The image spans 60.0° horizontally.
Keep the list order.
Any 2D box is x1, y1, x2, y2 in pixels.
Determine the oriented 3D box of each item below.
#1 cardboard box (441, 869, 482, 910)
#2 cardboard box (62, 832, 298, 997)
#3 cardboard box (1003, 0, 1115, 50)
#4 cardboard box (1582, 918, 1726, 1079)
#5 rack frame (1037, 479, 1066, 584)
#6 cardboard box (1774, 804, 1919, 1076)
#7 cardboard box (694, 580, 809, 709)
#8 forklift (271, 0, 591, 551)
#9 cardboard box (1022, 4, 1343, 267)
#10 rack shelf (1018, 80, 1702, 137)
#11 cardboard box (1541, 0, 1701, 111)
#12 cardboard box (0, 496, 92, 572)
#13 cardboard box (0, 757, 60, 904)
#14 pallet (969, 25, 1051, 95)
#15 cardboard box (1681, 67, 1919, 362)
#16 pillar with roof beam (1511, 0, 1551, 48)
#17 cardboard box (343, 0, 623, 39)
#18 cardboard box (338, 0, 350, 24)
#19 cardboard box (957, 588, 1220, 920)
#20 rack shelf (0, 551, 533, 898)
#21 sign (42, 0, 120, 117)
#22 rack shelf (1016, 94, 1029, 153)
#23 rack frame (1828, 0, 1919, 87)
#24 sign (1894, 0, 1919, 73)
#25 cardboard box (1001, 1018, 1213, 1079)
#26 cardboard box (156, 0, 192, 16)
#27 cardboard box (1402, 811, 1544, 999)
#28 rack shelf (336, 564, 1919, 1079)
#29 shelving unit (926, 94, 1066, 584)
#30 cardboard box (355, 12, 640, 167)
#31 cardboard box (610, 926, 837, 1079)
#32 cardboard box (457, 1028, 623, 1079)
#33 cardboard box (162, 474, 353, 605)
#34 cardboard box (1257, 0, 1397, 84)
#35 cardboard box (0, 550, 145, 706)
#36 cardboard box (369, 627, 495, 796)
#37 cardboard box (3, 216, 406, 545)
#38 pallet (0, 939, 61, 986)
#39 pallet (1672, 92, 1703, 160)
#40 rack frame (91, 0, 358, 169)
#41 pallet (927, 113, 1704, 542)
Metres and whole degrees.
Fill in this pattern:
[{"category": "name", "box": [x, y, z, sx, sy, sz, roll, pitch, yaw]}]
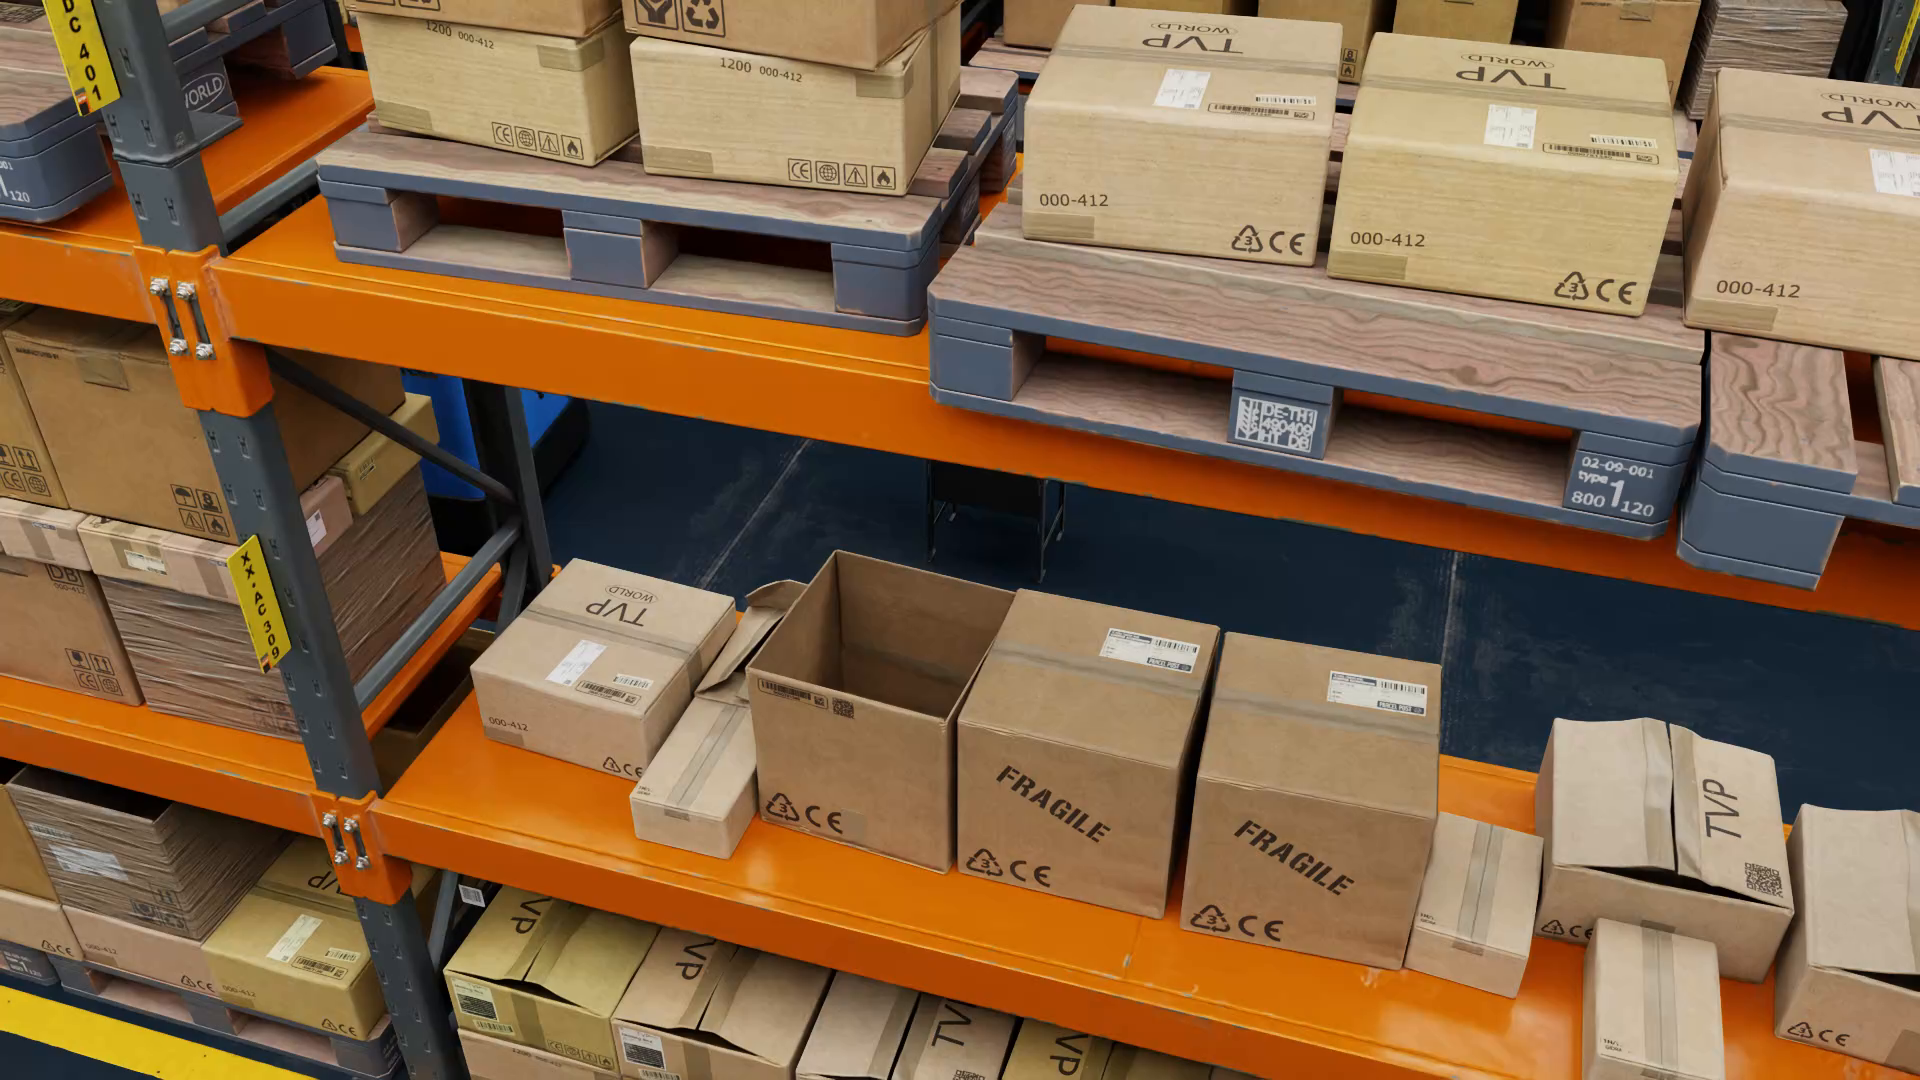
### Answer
[{"category": "cardboard box", "box": [-1.756, 0.898, 5.465, 0.500, 0.250, 0.500, 10, 38, 14]}, {"category": "cardboard box", "box": [-2.386, 1.099, 5.192, 0.500, 0.250, 0.500, 10, 38, 14]}, {"category": "cardboard box", "box": [0.545, -2.699, 7.931, 0.500, 0.500, 0.700, 11, 38, 14]}, {"category": "cardboard box", "box": [1.473, 1.018, 3.548, 0.250, 0.149, 0.380, 10, 38, 14]}, {"category": "rack frame", "box": [0.391, -0.773, 6.529, 0.015, 2.100, 0.400, 10, 38, 14]}, {"category": "cardboard box", "box": [2.080, 0.867, 3.617, 0.500, 0.311, 0.500, 13, 38, 17]}, {"category": "cardboard box", "box": [-0.510, 0.319, 4.400, 0.258, 0.266, 0.396, 10, 37, 13]}, {"category": "forklift", "box": [-3.313, -1.585, 6.931, 3.031, 2.935, 1.130, 8, 37, 10]}, {"category": "cardboard box", "box": [0.403, -0.731, 2.955, 0.500, 0.250, 0.500, 7, 37, 10]}, {"category": "rack shelf", "box": [1.979, -1.947, 7.972, 4.000, 0.370, 1.077, 10, 38, 14]}, {"category": "cardboard box", "box": [2.895, -2.262, 7.337, 0.500, 0.500, 0.700, 7, 37, 10]}, {"category": "cardboard box", "box": [-2.213, -0.105, 4.231, 0.250, 0.149, 0.380, 9, 37, 13]}, {"category": "cardboard box", "box": [-2.864, 0.710, 5.088, 0.500, 0.500, 0.500, 10, 38, 14]}, {"category": "pallet", "box": [0.756, -2.296, 8.001, 1.213, 0.211, 1.003, 10, 38, 14]}, {"category": "cardboard box", "box": [1.459, -0.528, 2.678, 0.500, 0.250, 0.500, 11, 38, 15]}, {"category": "pillar with roof beam", "box": [1.621, -2.583, 3.168, 0.400, 9.000, 9.100, 10, 38, 14]}, {"category": "cardboard box", "box": [-0.827, -1.275, 3.060, 0.500, 0.500, 0.500, 11, 38, 14]}, {"category": "cardboard box", "box": [-3.377, -2.979, 8.877, 0.500, 0.250, 0.500, 9, 37, 13]}, {"category": "cardboard box", "box": [0.305, 0.499, 3.957, 0.500, 0.500, 0.500, 11, 38, 14]}, {"category": "rack shelf", "box": [-3.313, 0.149, 5.124, 4.000, 0.370, 1.077, 10, 38, 14]}, {"category": "sign", "box": [-1.568, -0.921, 2.937, 0.005, 0.325, 0.100, 10, 38, 14]}, {"category": "rack shelf", "box": [0.158, -1.369, 6.181, 0.480, 0.518, 0.431, 10, 38, 14]}, {"category": "rack frame", "box": [3.888, -1.884, 7.279, 0.127, 3.000, 1.000, 10, 38, 14]}, {"category": "sign", "box": [3.735, -2.009, 6.539, 0.005, 0.325, 0.100, 10, 38, 14]}, {"category": "cardboard box", "box": [0.384, 1.410, 4.296, 0.500, 0.311, 0.500, 12, 38, 15]}, {"category": "cardboard box", "box": [-1.806, -1.499, 3.669, 0.500, 0.500, 0.500, 14, 38, 18]}, {"category": "cardboard box", "box": [1.180, 0.828, 3.807, 0.250, 0.149, 0.380, 13, 38, 17]}, {"category": "rack shelf", "box": [0.505, 0.856, 4.163, 4.000, 0.370, 1.077, 10, 38, 14]}, {"category": "shelving unit", "box": [0.158, -0.816, 6.588, 0.503, 2.100, 0.431, 10, 38, 14]}, {"category": "cardboard box", "box": [-0.818, -0.990, 3.306, 0.500, 0.250, 0.500, 14, 39, 19]}, {"category": "cardboard box", "box": [-0.607, 1.231, 4.540, 0.500, 0.311, 0.500, 10, 38, 13]}, {"category": "cardboard box", "box": [-1.093, 1.363, 4.834, 0.500, 0.250, 0.500, 10, 37, 13]}, {"category": "cardboard box", "box": [-1.727, -0.015, 4.109, 0.250, 0.149, 0.380, 10, 38, 14]}, {"category": "cardboard box", "box": [1.715, -2.497, 7.657, 0.500, 0.500, 0.700, 16, 39, 20]}, {"category": "cardboard box", "box": [-2.335, 0.008, 4.624, 0.500, 0.500, 0.700, 10, 38, 13]}, {"category": "cardboard box", "box": [-1.753, 0.590, 5.251, 0.500, 0.500, 0.500, 10, 38, 14]}, {"category": "cardboard box", "box": [-1.829, -0.425, 4.118, 0.500, 0.500, 0.700, 11, 38, 14]}, {"category": "pallet", "box": [-3.319, 0.957, 5.771, 1.213, 0.211, 1.003, 10, 38, 14]}, {"category": "pallet", "box": [3.176, -1.872, 7.425, 1.003, 0.211, 1.213, 10, 38, 14]}, {"category": "rack frame", "box": [-1.404, -2.203, 2.652, 0.127, 3.000, 1.000, 10, 38, 14]}, {"category": "pallet", "box": [0.672, -0.477, 2.997, 1.213, 0.211, 1.003, 12, 38, 16]}]
